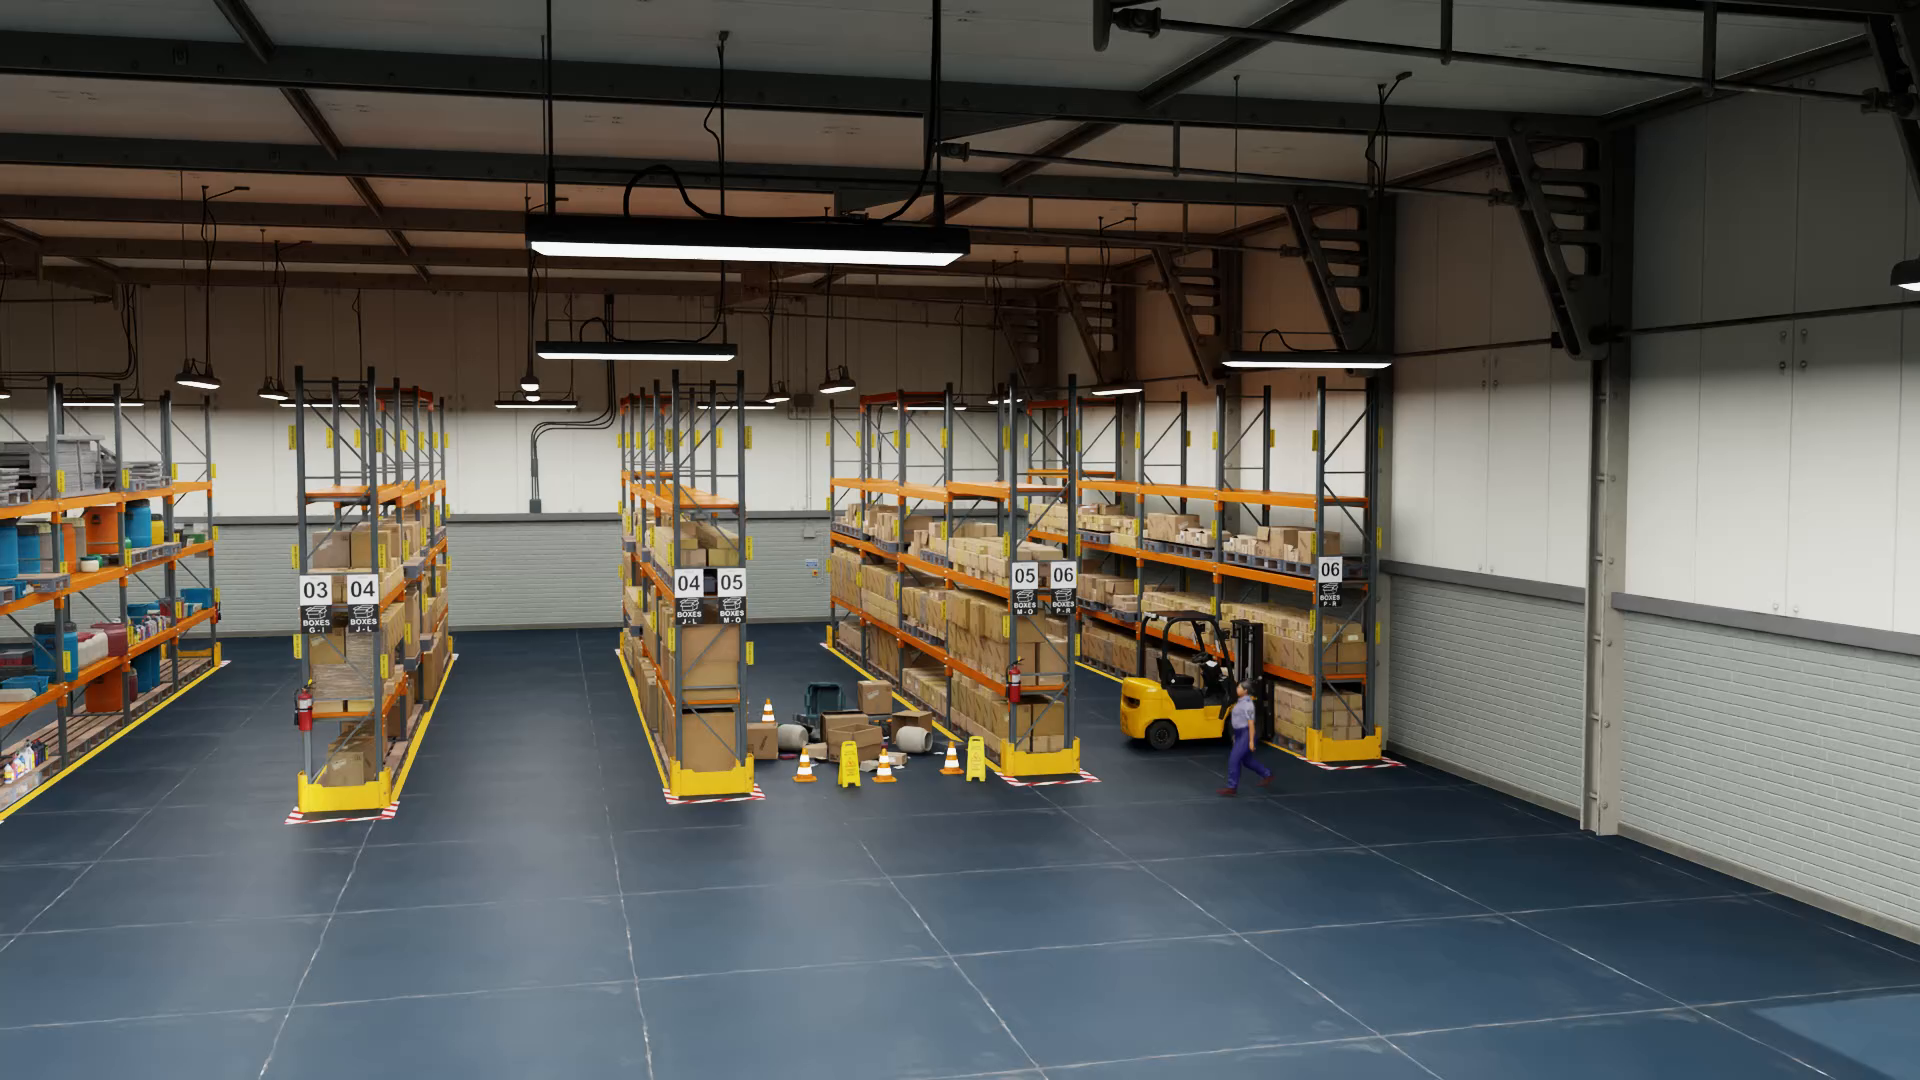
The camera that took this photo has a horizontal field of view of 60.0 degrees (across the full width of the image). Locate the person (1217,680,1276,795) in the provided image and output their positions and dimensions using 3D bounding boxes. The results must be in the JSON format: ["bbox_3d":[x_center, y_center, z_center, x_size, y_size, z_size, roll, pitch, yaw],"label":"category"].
[{"bbox_3d":[4.076,2.784,23.552,0.962,1.601,0.479,-1,3,-12],"label":"person"}]
